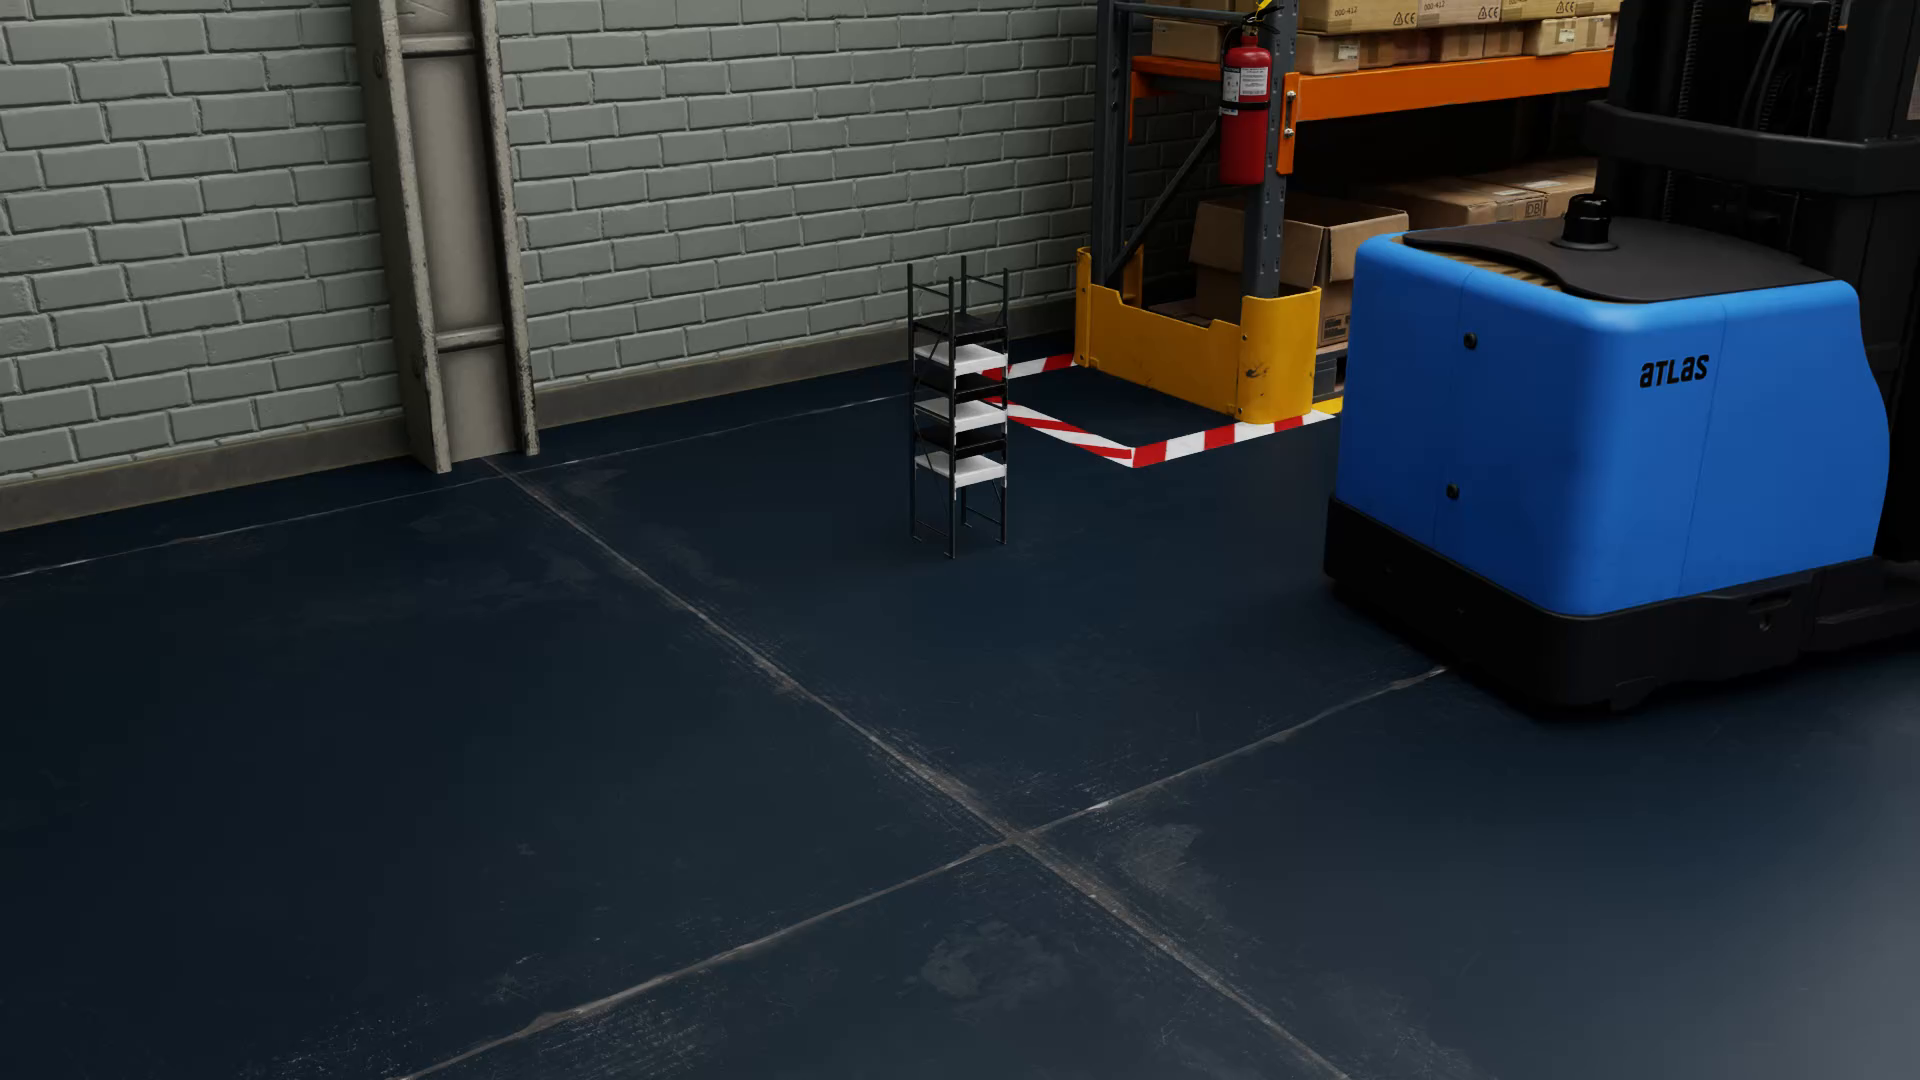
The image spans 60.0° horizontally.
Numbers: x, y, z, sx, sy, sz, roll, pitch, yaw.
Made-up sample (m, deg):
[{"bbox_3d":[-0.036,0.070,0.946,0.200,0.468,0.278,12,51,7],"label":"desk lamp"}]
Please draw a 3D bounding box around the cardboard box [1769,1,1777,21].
[{"bbox_3d":[3.836,-2.574,8.139,0.250,0.149,0.380,-14,26,-31],"label":"cardboard box"}]

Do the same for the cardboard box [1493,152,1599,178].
[{"bbox_3d":[3.011,-1.569,8.087,0.500,0.500,0.700,-16,27,-35],"label":"cardboard box"}]

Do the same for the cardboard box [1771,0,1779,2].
[{"bbox_3d":[3.875,-2.784,8.126,0.500,0.250,0.500,-14,26,-32],"label":"cardboard box"}]

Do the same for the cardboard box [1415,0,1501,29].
[{"bbox_3d":[1.834,-2.228,6.733,0.500,0.250,0.500,-15,26,-32],"label":"cardboard box"}]

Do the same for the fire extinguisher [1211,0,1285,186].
[{"bbox_3d":[1.050,-1.653,6.099,0.183,0.674,0.296,-15,26,-33],"label":"fire extinguisher"}]

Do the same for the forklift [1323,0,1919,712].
[{"bbox_3d":[2.649,-1.271,4.626,3.031,2.935,1.130,-9,24,-22],"label":"forklift"}]

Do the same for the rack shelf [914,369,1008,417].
[{"bbox_3d":[-0.007,-0.469,5.204,0.200,0.077,0.258,-15,26,-33],"label":"rack shelf"}]

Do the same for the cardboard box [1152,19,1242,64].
[{"bbox_3d":[1.012,-2.069,6.872,0.250,0.149,0.380,-15,26,-33],"label":"cardboard box"}]

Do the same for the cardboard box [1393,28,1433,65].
[{"bbox_3d":[1.699,-2.041,6.803,0.250,0.149,0.380,-15,26,-34],"label":"cardboard box"}]

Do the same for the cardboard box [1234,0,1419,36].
[{"bbox_3d":[1.425,-2.118,6.459,0.500,0.250,0.500,-15,26,-33],"label":"cardboard box"}]

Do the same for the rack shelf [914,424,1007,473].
[{"bbox_3d":[-0.007,-0.302,5.271,0.200,0.077,0.258,-15,26,-33],"label":"rack shelf"}]

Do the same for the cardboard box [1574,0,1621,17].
[{"bbox_3d":[2.646,-2.455,7.304,0.500,0.250,0.500,-16,27,-34],"label":"cardboard box"}]

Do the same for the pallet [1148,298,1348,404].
[{"bbox_3d":[1.608,-0.927,7.435,1.213,0.211,1.003,-15,26,-33],"label":"pallet"}]

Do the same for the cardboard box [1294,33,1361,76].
[{"bbox_3d":[1.326,-1.905,6.461,0.250,0.149,0.380,-15,26,-33],"label":"cardboard box"}]

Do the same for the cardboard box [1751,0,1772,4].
[{"bbox_3d":[3.477,-2.671,7.843,0.500,0.250,0.500,-15,26,-33],"label":"cardboard box"}]

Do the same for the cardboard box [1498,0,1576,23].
[{"bbox_3d":[2.244,-2.338,7.010,0.500,0.250,0.500,-16,26,-34],"label":"cardboard box"}]

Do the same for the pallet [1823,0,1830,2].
[{"bbox_3d":[4.859,-2.950,9.000,1.213,0.211,1.003,-15,26,-33],"label":"pallet"}]

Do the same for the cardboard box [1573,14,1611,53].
[{"bbox_3d":[2.603,-2.232,7.281,0.250,0.149,0.380,-14,26,-32],"label":"cardboard box"}]

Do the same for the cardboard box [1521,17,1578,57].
[{"bbox_3d":[2.401,-2.169,7.123,0.250,0.149,0.380,-16,27,-34],"label":"cardboard box"}]

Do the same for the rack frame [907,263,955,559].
[{"bbox_3d":[-0.089,-0.394,5.170,0.006,0.900,0.240,-15,26,-33],"label":"rack frame"}]

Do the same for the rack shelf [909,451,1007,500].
[{"bbox_3d":[-0.007,-0.218,5.304,0.200,0.077,0.258,-15,26,-33],"label":"rack shelf"}]

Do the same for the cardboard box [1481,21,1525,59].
[{"bbox_3d":[2.152,-2.137,7.042,0.250,0.149,0.380,-14,26,-32],"label":"cardboard box"}]

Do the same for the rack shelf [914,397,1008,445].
[{"bbox_3d":[-0.007,-0.385,5.238,0.200,0.077,0.258,-15,26,-33],"label":"rack shelf"}]

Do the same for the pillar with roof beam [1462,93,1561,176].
[{"bbox_3d":[5.569,-4.510,4.557,0.400,9.000,9.100,-15,26,-33],"label":"pillar with roof beam"}]

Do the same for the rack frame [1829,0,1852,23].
[{"bbox_3d":[4.146,-2.899,8.613,0.127,3.000,1.000,-15,26,-33],"label":"rack frame"}]

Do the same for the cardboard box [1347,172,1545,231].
[{"bbox_3d":[2.168,-1.344,7.523,0.500,0.500,0.700,-14,26,-31],"label":"cardboard box"}]

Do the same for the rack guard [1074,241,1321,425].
[{"bbox_3d":[0.961,-0.888,6.948,0.348,0.500,1.175,-15,26,-33],"label":"rack guard"}]

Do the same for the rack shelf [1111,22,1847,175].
[{"bbox_3d":[2.523,-2.132,7.662,4.000,0.370,1.077,-15,26,-33],"label":"rack shelf"}]

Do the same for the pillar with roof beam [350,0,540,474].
[{"bbox_3d":[0.699,-3.212,1.303,0.400,9.000,9.100,-15,26,-33],"label":"pillar with roof beam"}]

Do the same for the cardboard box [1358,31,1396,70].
[{"bbox_3d":[1.506,-1.974,6.634,0.250,0.149,0.380,-14,26,-32],"label":"cardboard box"}]

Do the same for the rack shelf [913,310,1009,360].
[{"bbox_3d":[-0.007,-0.636,5.137,0.200,0.077,0.258,-15,26,-33],"label":"rack shelf"}]

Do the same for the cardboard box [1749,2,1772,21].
[{"bbox_3d":[3.640,-2.511,7.979,0.250,0.149,0.380,-14,26,-31],"label":"cardboard box"}]

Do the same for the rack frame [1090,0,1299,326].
[{"bbox_3d":[0.899,-2.033,6.443,0.127,3.000,1.000,-15,26,-33],"label":"rack frame"}]

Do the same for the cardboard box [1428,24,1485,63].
[{"bbox_3d":[1.940,-2.077,6.894,0.250,0.149,0.380,-14,26,-31],"label":"cardboard box"}]

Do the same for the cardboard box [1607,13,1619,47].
[{"bbox_3d":[2.772,-2.308,7.473,0.250,0.149,0.380,-15,26,-33],"label":"cardboard box"}]

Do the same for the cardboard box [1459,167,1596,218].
[{"bbox_3d":[2.655,-1.428,7.735,0.500,0.500,0.500,-14,26,-32],"label":"cardboard box"}]

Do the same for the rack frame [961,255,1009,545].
[{"bbox_3d":[0.076,-0.438,5.280,0.006,0.900,0.240,-15,26,-33],"label":"rack frame"}]

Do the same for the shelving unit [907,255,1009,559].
[{"bbox_3d":[-0.007,-0.416,5.225,0.210,0.900,0.258,-15,26,-33],"label":"shelving unit"}]

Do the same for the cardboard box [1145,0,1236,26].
[{"bbox_3d":[1.118,-2.281,6.866,0.500,0.250,0.500,-14,26,-31],"label":"cardboard box"}]

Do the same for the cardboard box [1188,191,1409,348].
[{"bbox_3d":[1.451,-1.172,7.089,0.637,0.503,0.797,-16,27,-35],"label":"cardboard box"}]

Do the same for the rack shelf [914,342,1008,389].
[{"bbox_3d":[-0.007,-0.552,5.171,0.200,0.077,0.258,-15,26,-33],"label":"rack shelf"}]
